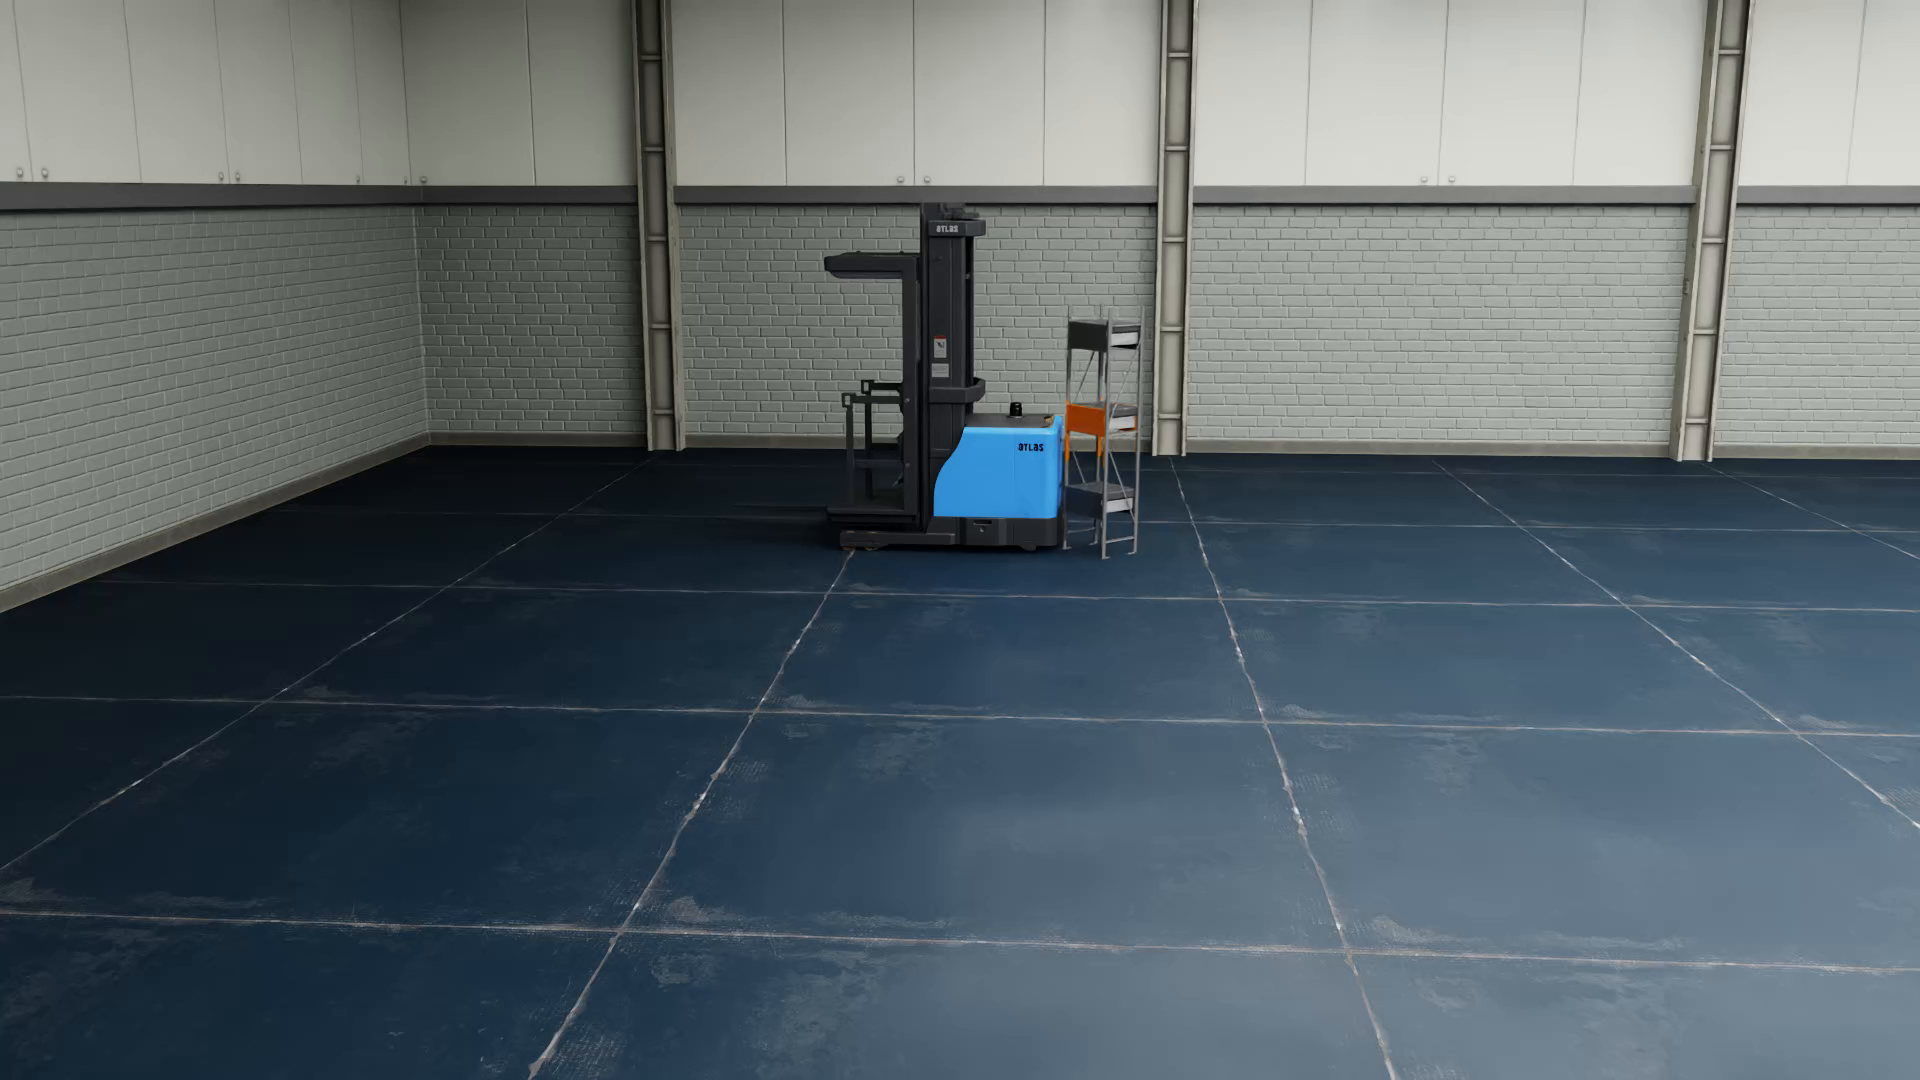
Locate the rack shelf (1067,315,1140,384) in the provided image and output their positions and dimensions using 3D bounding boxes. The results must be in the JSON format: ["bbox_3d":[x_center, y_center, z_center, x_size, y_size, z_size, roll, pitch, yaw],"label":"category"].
[{"bbox_3d":[1.214,-1.602,13.932,0.431,0.518,0.480,-9,15,-37],"label":"rack shelf"}]

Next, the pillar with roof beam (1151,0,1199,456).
[{"bbox_3d":[2.170,-4.542,14.504,0.400,9.000,9.100,1,12,4],"label":"pillar with roof beam"}]

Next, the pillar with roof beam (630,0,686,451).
[{"bbox_3d":[-3.816,-4.624,14.896,0.400,9.000,9.100,1,12,4],"label":"pillar with roof beam"}]

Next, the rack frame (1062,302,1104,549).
[{"bbox_3d":[1.056,-0.972,14.260,0.400,2.100,0.015,-9,15,-37],"label":"rack frame"}]

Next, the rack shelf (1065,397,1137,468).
[{"bbox_3d":[1.207,-0.918,14.076,0.431,0.518,0.480,-9,15,-37],"label":"rack shelf"}]

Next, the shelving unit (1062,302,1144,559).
[{"bbox_3d":[1.207,-0.931,14.073,0.431,2.100,0.503,-9,15,-37],"label":"shelving unit"}]

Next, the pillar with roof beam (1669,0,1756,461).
[{"bbox_3d":[8.157,-4.460,14.111,0.400,9.000,9.100,1,12,4],"label":"pillar with roof beam"}]

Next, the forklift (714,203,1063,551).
[{"bbox_3d":[-0.624,-1.448,14.532,3.031,2.935,1.130,1,12,6],"label":"forklift"}]

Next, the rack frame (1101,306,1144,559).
[{"bbox_3d":[1.358,-0.890,13.886,0.400,2.100,0.015,-9,15,-37],"label":"rack frame"}]

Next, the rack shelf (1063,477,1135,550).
[{"bbox_3d":[1.200,-0.233,14.220,0.431,0.518,0.480,-9,15,-37],"label":"rack shelf"}]
